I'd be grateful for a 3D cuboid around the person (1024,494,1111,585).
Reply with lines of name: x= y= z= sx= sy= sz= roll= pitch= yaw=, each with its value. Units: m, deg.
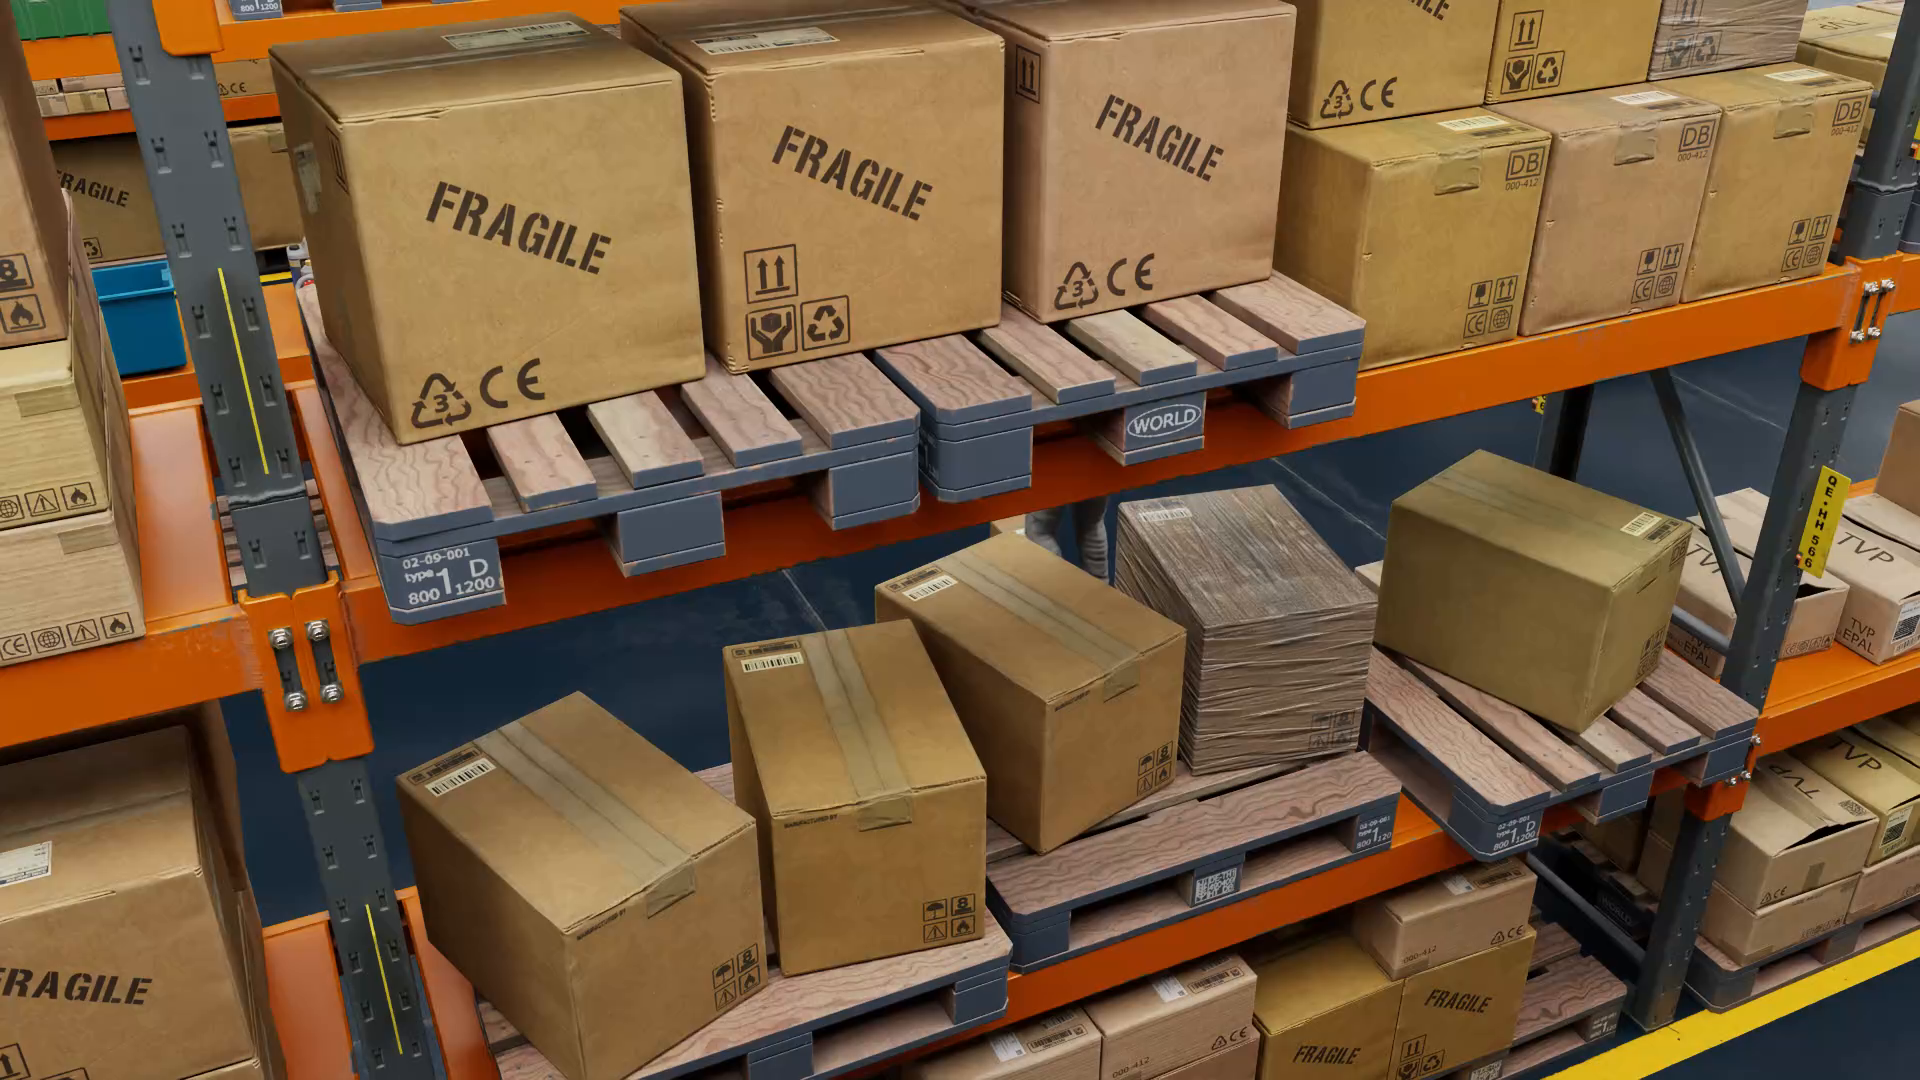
person: x=0.499 y=-0.364 z=7.785 sx=0.474 sy=1.653 sz=0.389 roll=-13 pitch=32 yaw=-21
